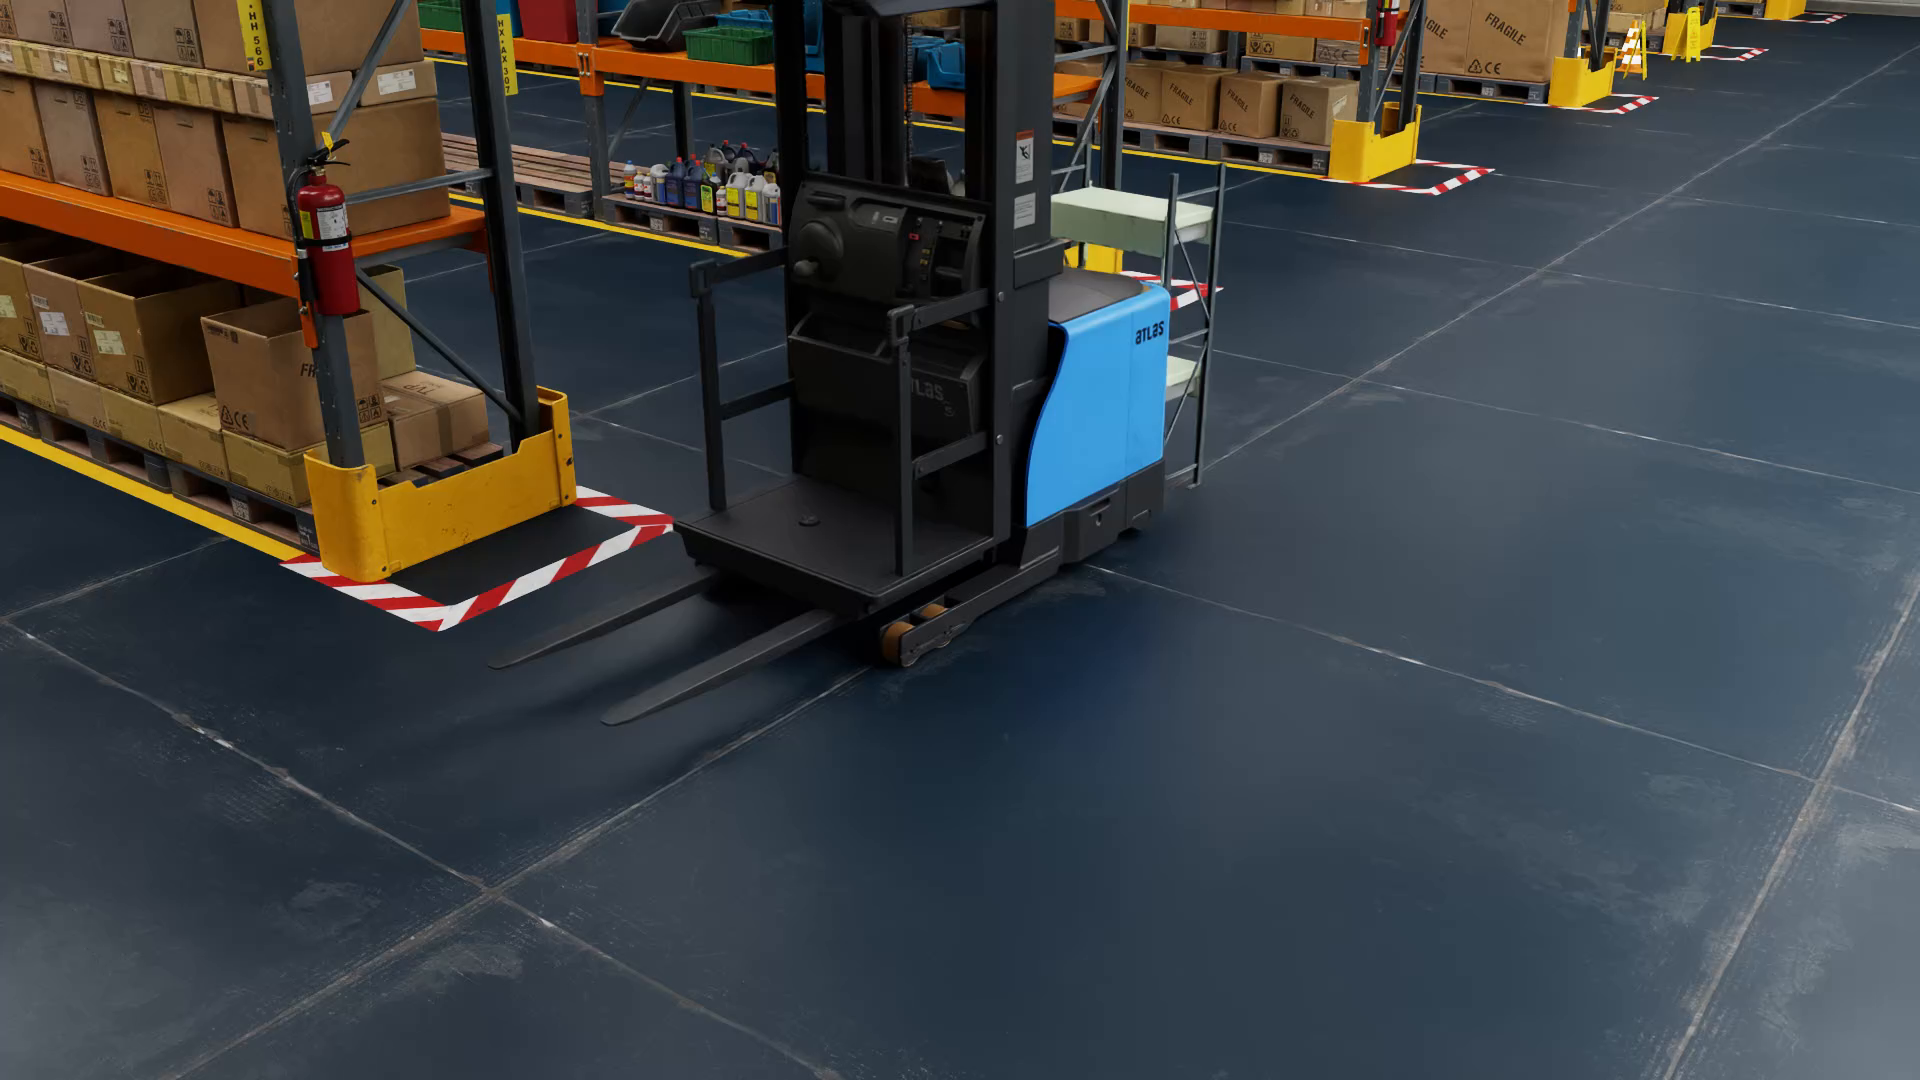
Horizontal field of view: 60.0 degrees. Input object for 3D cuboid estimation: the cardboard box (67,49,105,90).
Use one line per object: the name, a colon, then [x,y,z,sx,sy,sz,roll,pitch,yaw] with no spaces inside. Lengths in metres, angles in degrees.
cardboard box: [-3.704,-2.107,7.383,0.250,0.149,0.380,18,29,35]

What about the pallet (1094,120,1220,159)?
pallet: [2.035,-3.861,15.752,1.213,0.211,1.003,17,29,33]

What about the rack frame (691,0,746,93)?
rack frame: [-2.705,-6.551,18.397,0.127,3.000,1.000,17,29,33]

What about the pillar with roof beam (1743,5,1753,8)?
pillar with roof beam: [10.016,-11.231,21.580,0.400,9.000,9.100,17,29,33]

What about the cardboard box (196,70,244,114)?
cardboard box: [-2.878,-1.857,6.816,0.250,0.149,0.380,18,29,35]

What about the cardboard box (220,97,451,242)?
cardboard box: [-2.613,-1.584,7.000,0.500,0.500,0.700,17,29,33]

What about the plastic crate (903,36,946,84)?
plastic crate: [-0.370,-3.133,10.826,0.408,0.251,0.499,17,29,33]

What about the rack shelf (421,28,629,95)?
rack shelf: [-4.075,-4.140,13.818,4.000,0.370,1.077,17,29,33]

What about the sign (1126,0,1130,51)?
sign: [1.060,-3.321,10.724,0.005,0.325,0.100,17,29,33]

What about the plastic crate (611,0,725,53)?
plastic crate: [-2.132,-3.789,12.207,0.504,0.338,0.767,17,29,33]

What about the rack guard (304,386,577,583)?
rack guard: [-2.228,-0.271,7.245,0.348,0.500,1.175,17,29,33]

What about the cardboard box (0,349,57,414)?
cardboard box: [-4.465,-0.867,8.387,0.500,0.250,0.500,17,29,33]

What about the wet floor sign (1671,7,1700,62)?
wet floor sign: [9.151,-6.345,20.850,0.267,0.644,0.232,-15,28,-30]

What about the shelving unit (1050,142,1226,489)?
shelving unit: [0.733,-0.999,7.641,0.755,1.500,0.431,19,29,37]

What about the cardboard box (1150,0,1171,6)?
cardboard box: [1.923,-4.915,14.997,0.250,0.149,0.380,17,29,33]

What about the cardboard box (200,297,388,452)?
cardboard box: [-2.855,-0.732,7.149,0.500,0.500,0.500,17,29,33]

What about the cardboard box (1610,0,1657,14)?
cardboard box: [8.843,-7.200,21.830,0.500,0.500,0.500,17,29,34]

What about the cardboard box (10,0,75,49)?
cardboard box: [-3.884,-2.558,7.603,0.500,0.500,0.700,17,29,33]

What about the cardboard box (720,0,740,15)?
cardboard box: [-3.244,-5.944,19.135,0.875,0.875,1.225,15,28,31]

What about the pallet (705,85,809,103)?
pallet: [-2.080,-5.085,18.529,1.213,0.211,1.003,17,29,33]

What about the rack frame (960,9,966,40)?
rack frame: [0.351,-8.126,21.974,0.127,3.000,1.000,17,29,33]

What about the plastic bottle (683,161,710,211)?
plastic bottle: [-1.926,-2.600,12.170,0.185,0.351,0.144,15,28,31]

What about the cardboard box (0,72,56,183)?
cardboard box: [-4.264,-2.081,8.128,0.500,0.500,0.700,17,29,34]

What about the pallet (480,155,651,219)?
pallet: [-3.126,-2.887,13.540,1.213,0.211,1.003,17,29,33]

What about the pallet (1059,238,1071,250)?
pallet: [-0.009,-1.943,11.399,1.213,0.211,1.003,17,29,33]

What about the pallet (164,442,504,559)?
pallet: [-2.884,-0.316,7.706,1.213,0.211,1.003,17,29,33]

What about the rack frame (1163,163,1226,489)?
rack frame: [1.009,-0.901,7.421,0.023,1.500,0.400,19,29,37]

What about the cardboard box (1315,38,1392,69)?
cardboard box: [4.737,-5.988,19.234,0.875,0.875,0.875,17,29,34]

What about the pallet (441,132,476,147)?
pallet: [-5.079,-3.477,14.879,1.213,0.211,1.003,17,29,33]

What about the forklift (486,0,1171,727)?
forklift: [-0.418,-1.097,6.104,1.130,2.935,3.031,18,30,36]

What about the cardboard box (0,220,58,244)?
cardboard box: [-4.860,-1.334,8.516,0.500,0.500,0.500,17,29,33]

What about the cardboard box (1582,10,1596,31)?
cardboard box: [8.422,-6.984,22.270,0.500,0.250,0.500,17,29,33]

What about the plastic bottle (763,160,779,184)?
plastic bottle: [-1.415,-2.717,12.520,0.133,0.283,0.061,17,29,33]

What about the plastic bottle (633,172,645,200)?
plastic bottle: [-2.401,-2.663,12.499,0.097,0.201,0.097,0,24,0]

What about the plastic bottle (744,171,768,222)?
plastic bottle: [-1.437,-2.452,11.834,0.185,0.351,0.144,18,30,35]

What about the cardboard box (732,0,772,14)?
cardboard box: [-2.150,-5.799,18.315,0.500,0.250,0.500,18,30,35]

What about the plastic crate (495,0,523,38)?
plastic crate: [-3.544,-4.144,12.956,0.575,0.384,0.392,17,29,33]

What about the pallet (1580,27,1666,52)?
pallet: [8.951,-6.764,22.339,1.213,0.211,1.003,17,29,33]

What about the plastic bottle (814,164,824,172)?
plastic bottle: [-1.054,-2.666,12.418,0.097,0.271,0.097,0,24,0]

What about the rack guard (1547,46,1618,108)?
rack guard: [6.772,-5.042,18.074,0.348,0.500,1.175,17,29,33]

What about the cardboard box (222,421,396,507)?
cardboard box: [-2.854,-0.389,7.302,0.500,0.250,0.500,17,29,33]

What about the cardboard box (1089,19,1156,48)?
cardboard box: [2.231,-6.677,20.954,0.750,0.750,1.050,17,29,33]

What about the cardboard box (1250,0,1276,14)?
cardboard box: [2.724,-4.673,14.448,0.250,0.149,0.380,17,29,33]

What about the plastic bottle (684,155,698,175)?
plastic bottle: [-1.991,-2.692,12.379,0.185,0.351,0.144,17,29,33]

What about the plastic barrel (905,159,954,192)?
plastic barrel: [-0.247,-2.327,11.377,0.421,0.512,0.421,0,24,0]

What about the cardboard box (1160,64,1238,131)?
cardboard box: [2.219,-4.112,15.441,0.500,0.500,0.500,20,31,38]

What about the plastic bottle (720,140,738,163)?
plastic bottle: [-1.786,-2.912,12.878,0.185,0.351,0.144,16,28,32]
